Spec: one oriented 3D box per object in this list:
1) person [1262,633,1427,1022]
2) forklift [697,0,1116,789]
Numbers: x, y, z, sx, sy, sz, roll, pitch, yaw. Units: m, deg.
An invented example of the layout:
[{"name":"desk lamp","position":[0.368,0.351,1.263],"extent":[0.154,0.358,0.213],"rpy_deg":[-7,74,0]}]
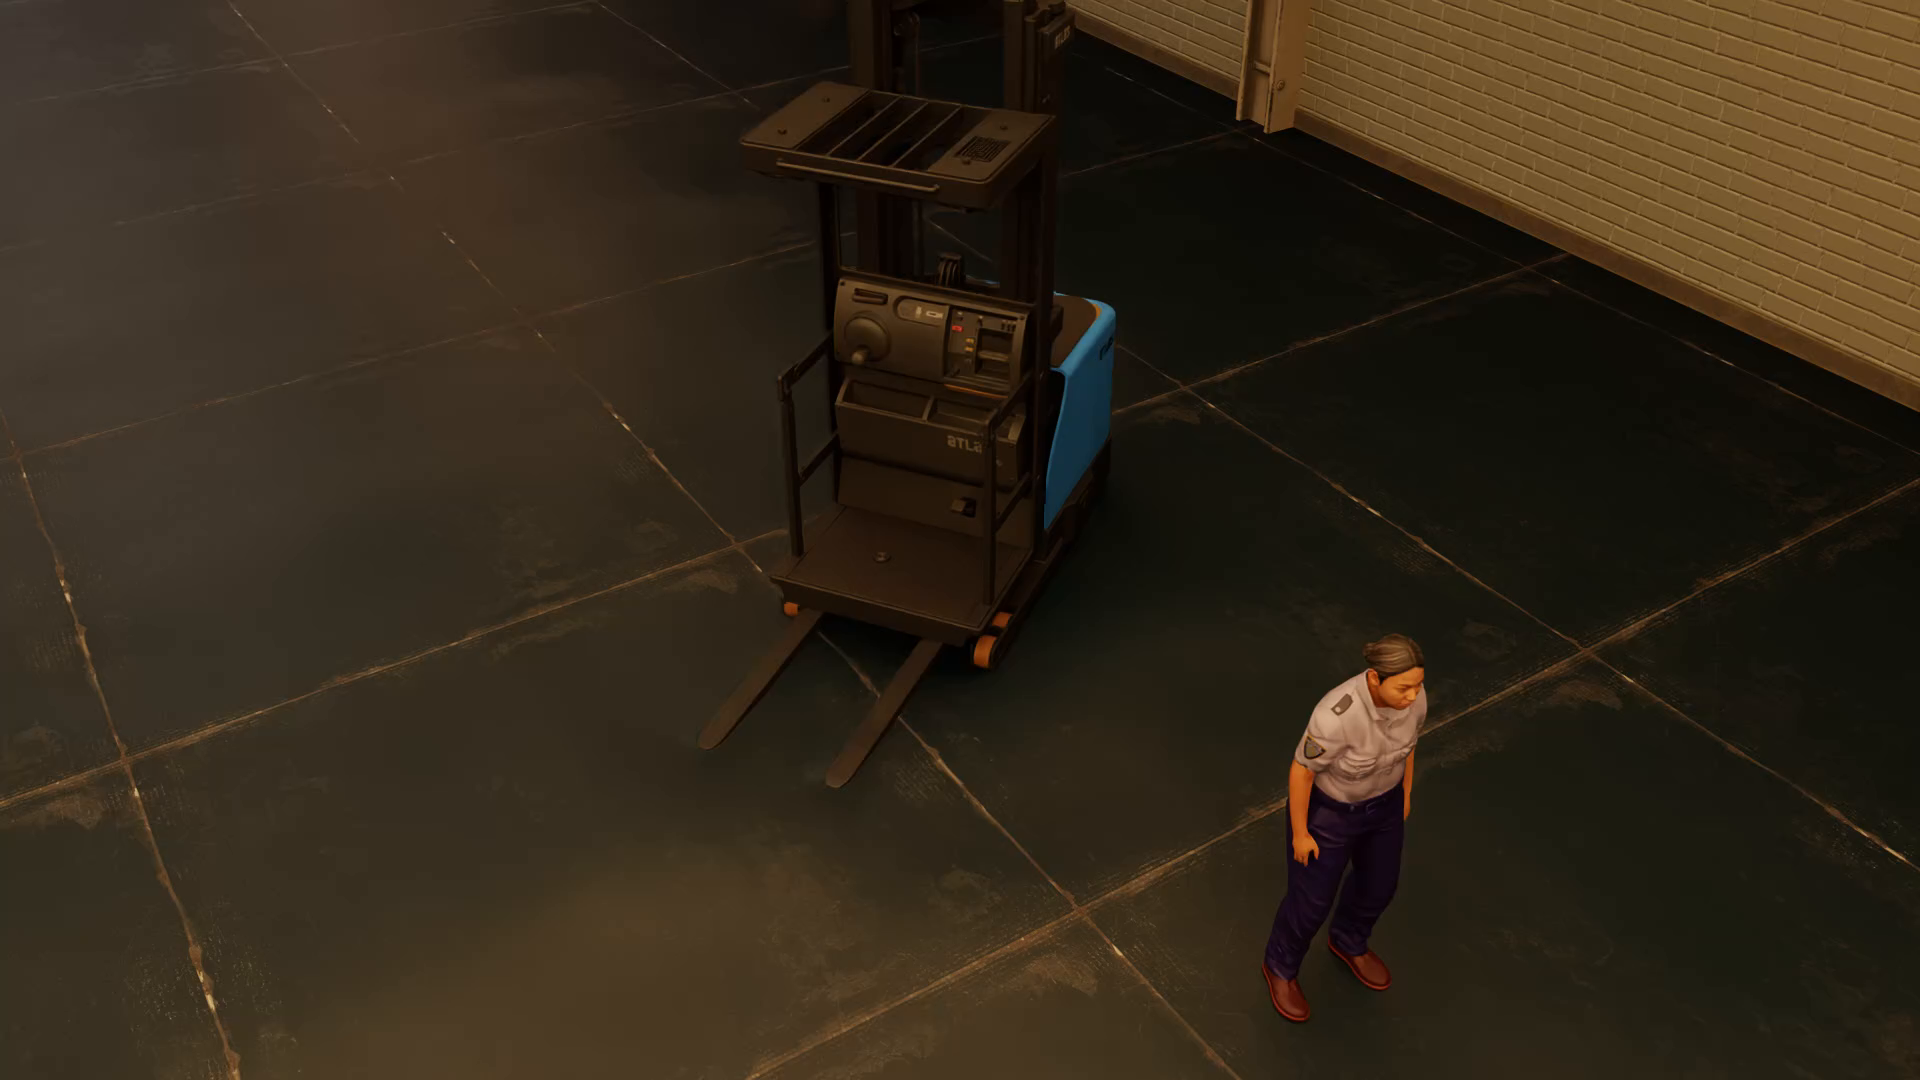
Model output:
[{"name":"person","position":[1.382,0.972,5.883],"extent":[0.533,1.653,0.376],"rpy_deg":[-16,38,-21]},{"name":"forklift","position":[-0.222,-0.869,7.384],"extent":[1.130,2.935,3.031],"rpy_deg":[14,37,19]}]
